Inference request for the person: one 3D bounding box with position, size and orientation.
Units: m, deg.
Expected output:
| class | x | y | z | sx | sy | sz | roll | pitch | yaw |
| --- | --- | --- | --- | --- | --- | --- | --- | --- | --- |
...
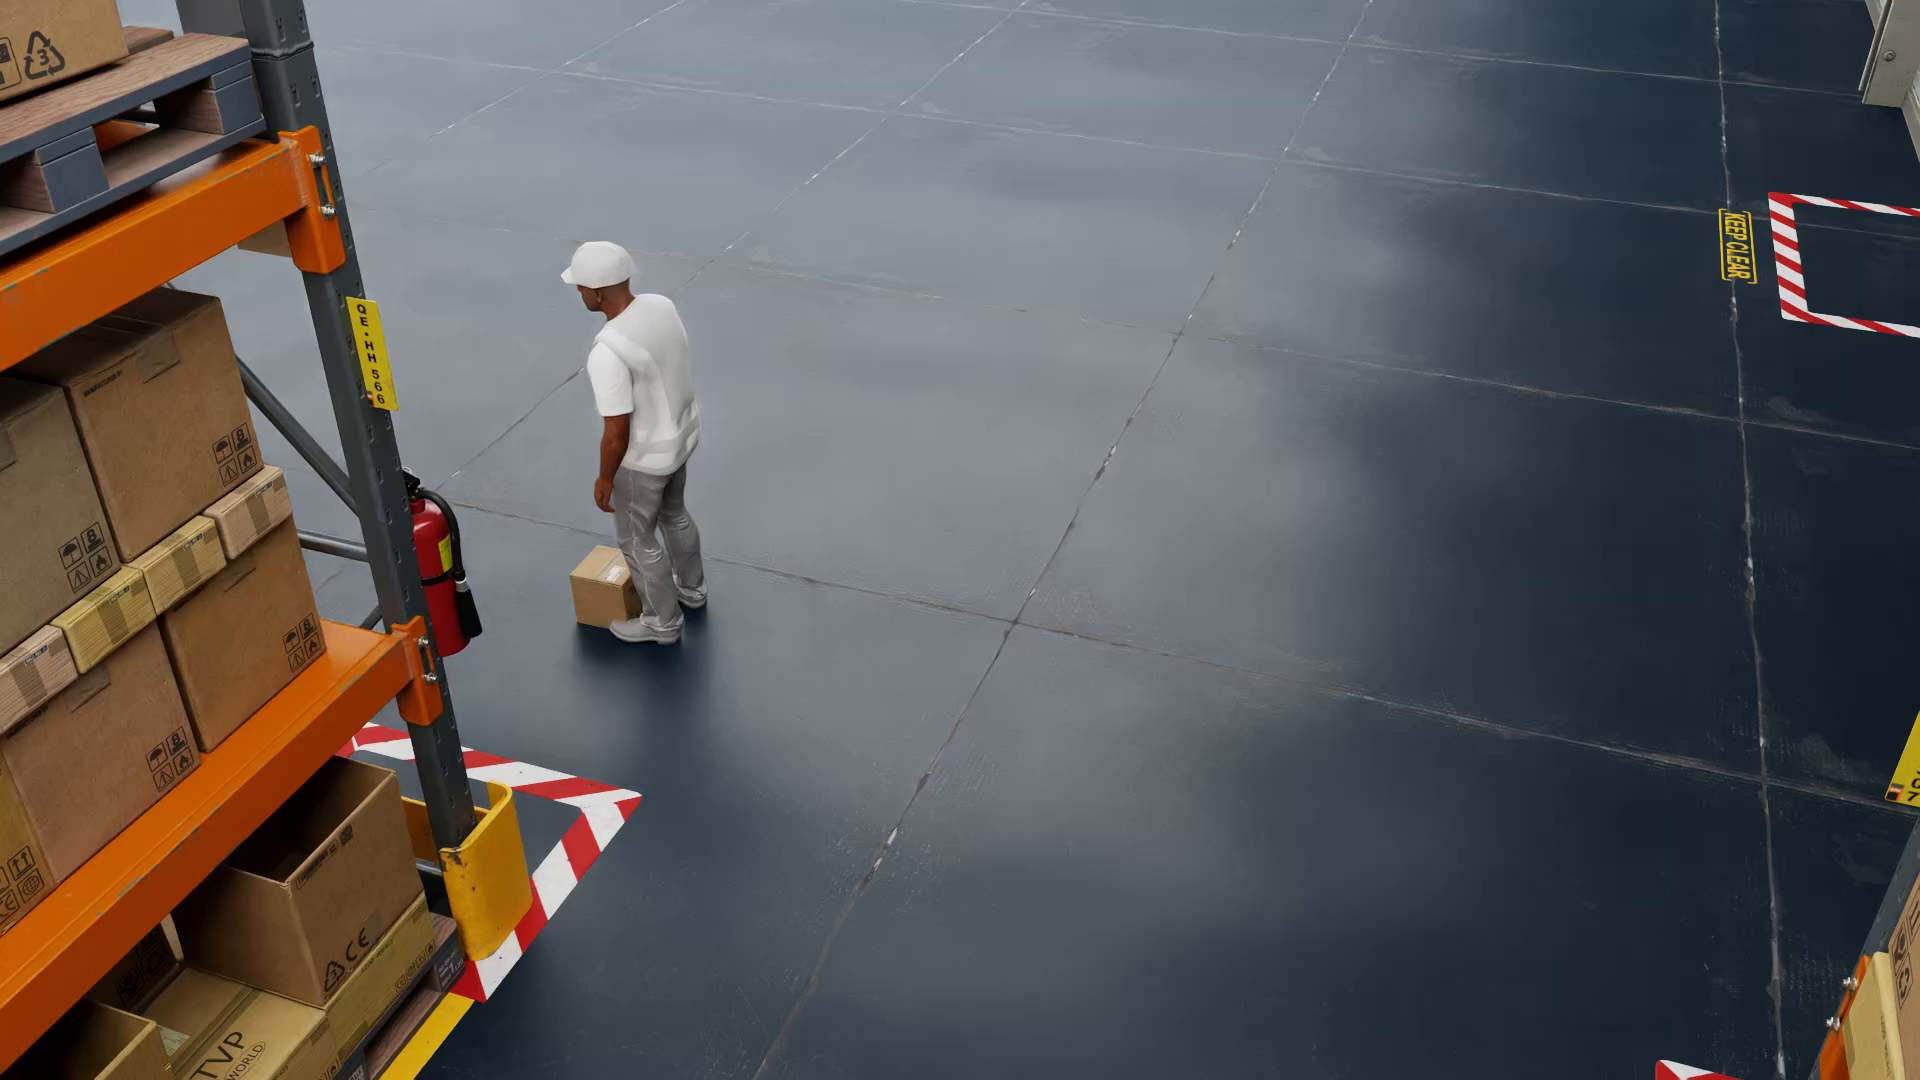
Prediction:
| class | x | y | z | sx | sy | sz | roll | pitch | yaw |
| --- | --- | --- | --- | --- | --- | --- | --- | --- | --- |
| person | -1.287 | -0.382 | 6.710 | 0.457 | 1.761 | 0.638 | 10 | 34 | 15 |
